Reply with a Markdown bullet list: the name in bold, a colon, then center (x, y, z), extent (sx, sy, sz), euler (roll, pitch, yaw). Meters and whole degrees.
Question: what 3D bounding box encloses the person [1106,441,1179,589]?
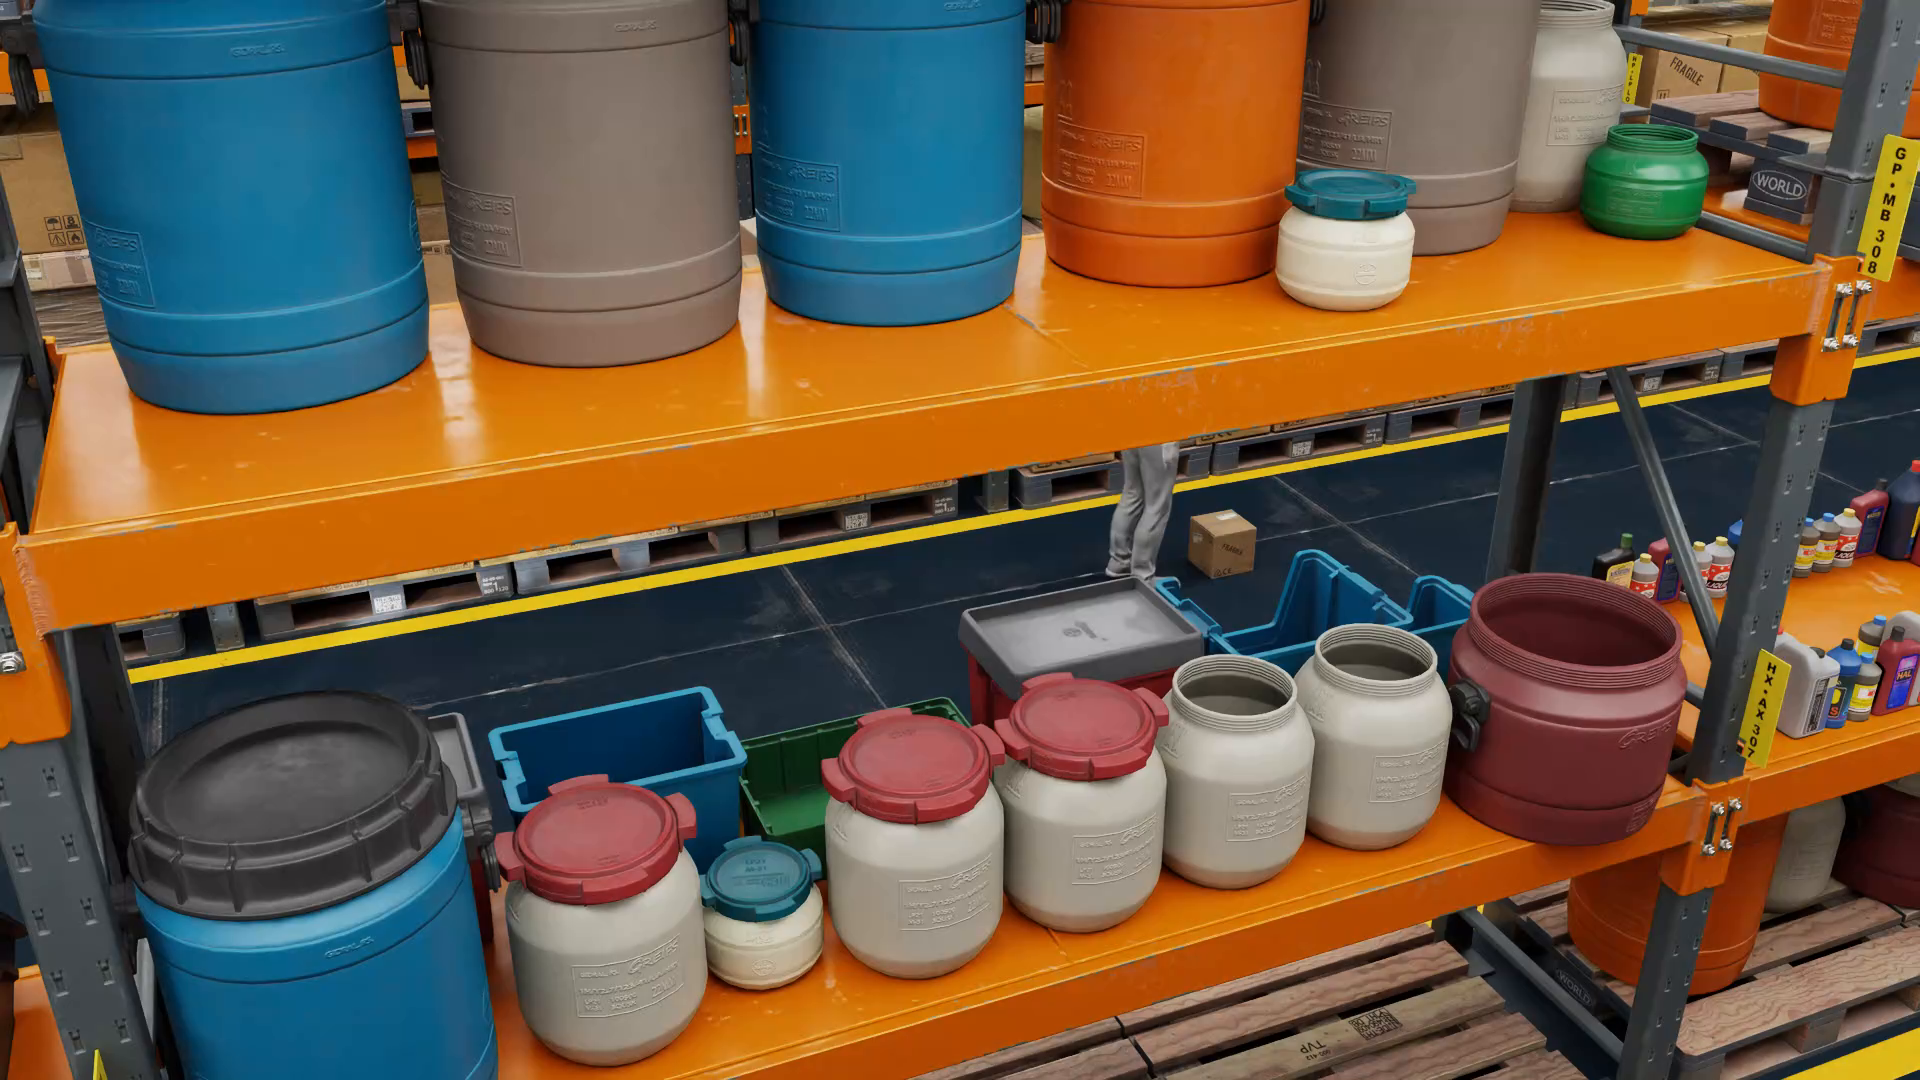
- **person**: center (0.937, -0.537, 8.215), extent (0.329, 1.669, 0.468), euler (-10, 28, -19)
